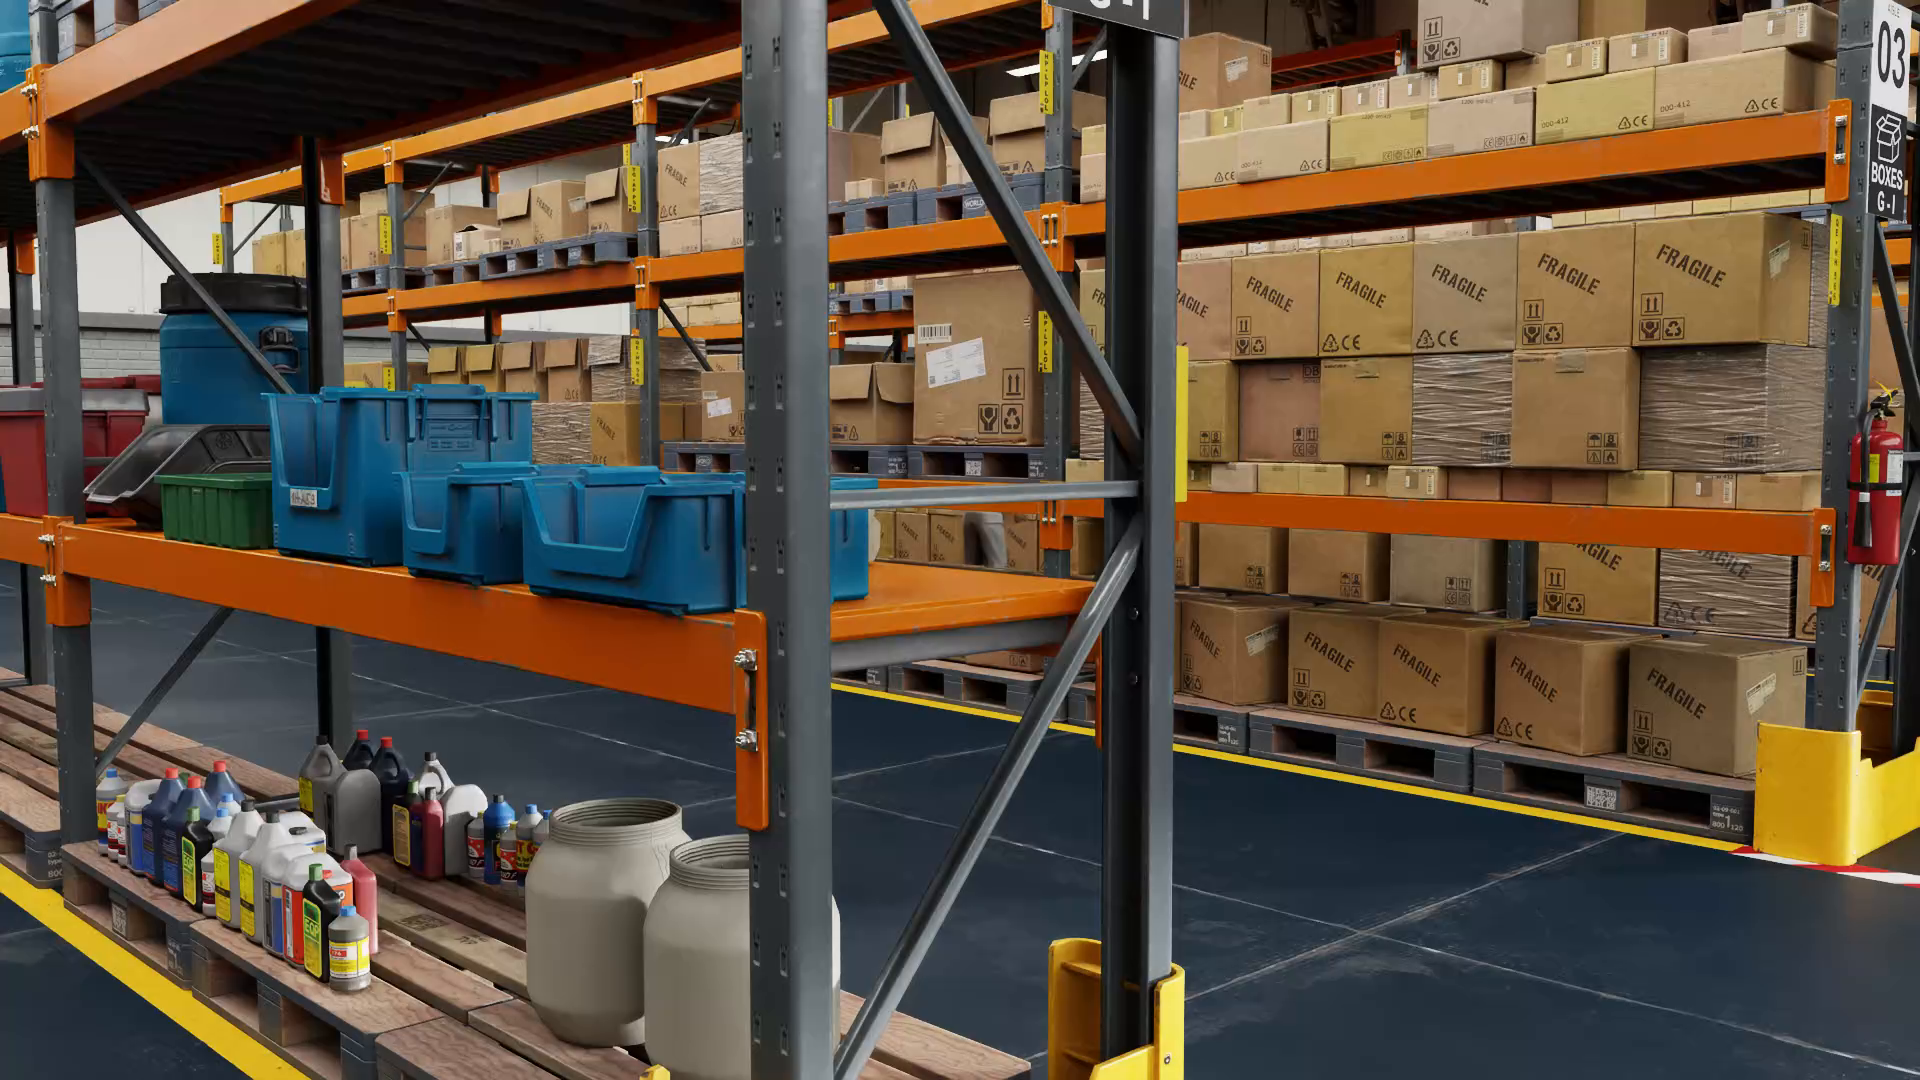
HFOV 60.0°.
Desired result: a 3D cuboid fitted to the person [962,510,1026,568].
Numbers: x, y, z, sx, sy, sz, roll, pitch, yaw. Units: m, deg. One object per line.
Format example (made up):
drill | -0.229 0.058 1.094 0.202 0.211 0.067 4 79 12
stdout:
person | 0.228 -0.094 13.015 0.547 1.650 0.444 -4 5 -42
